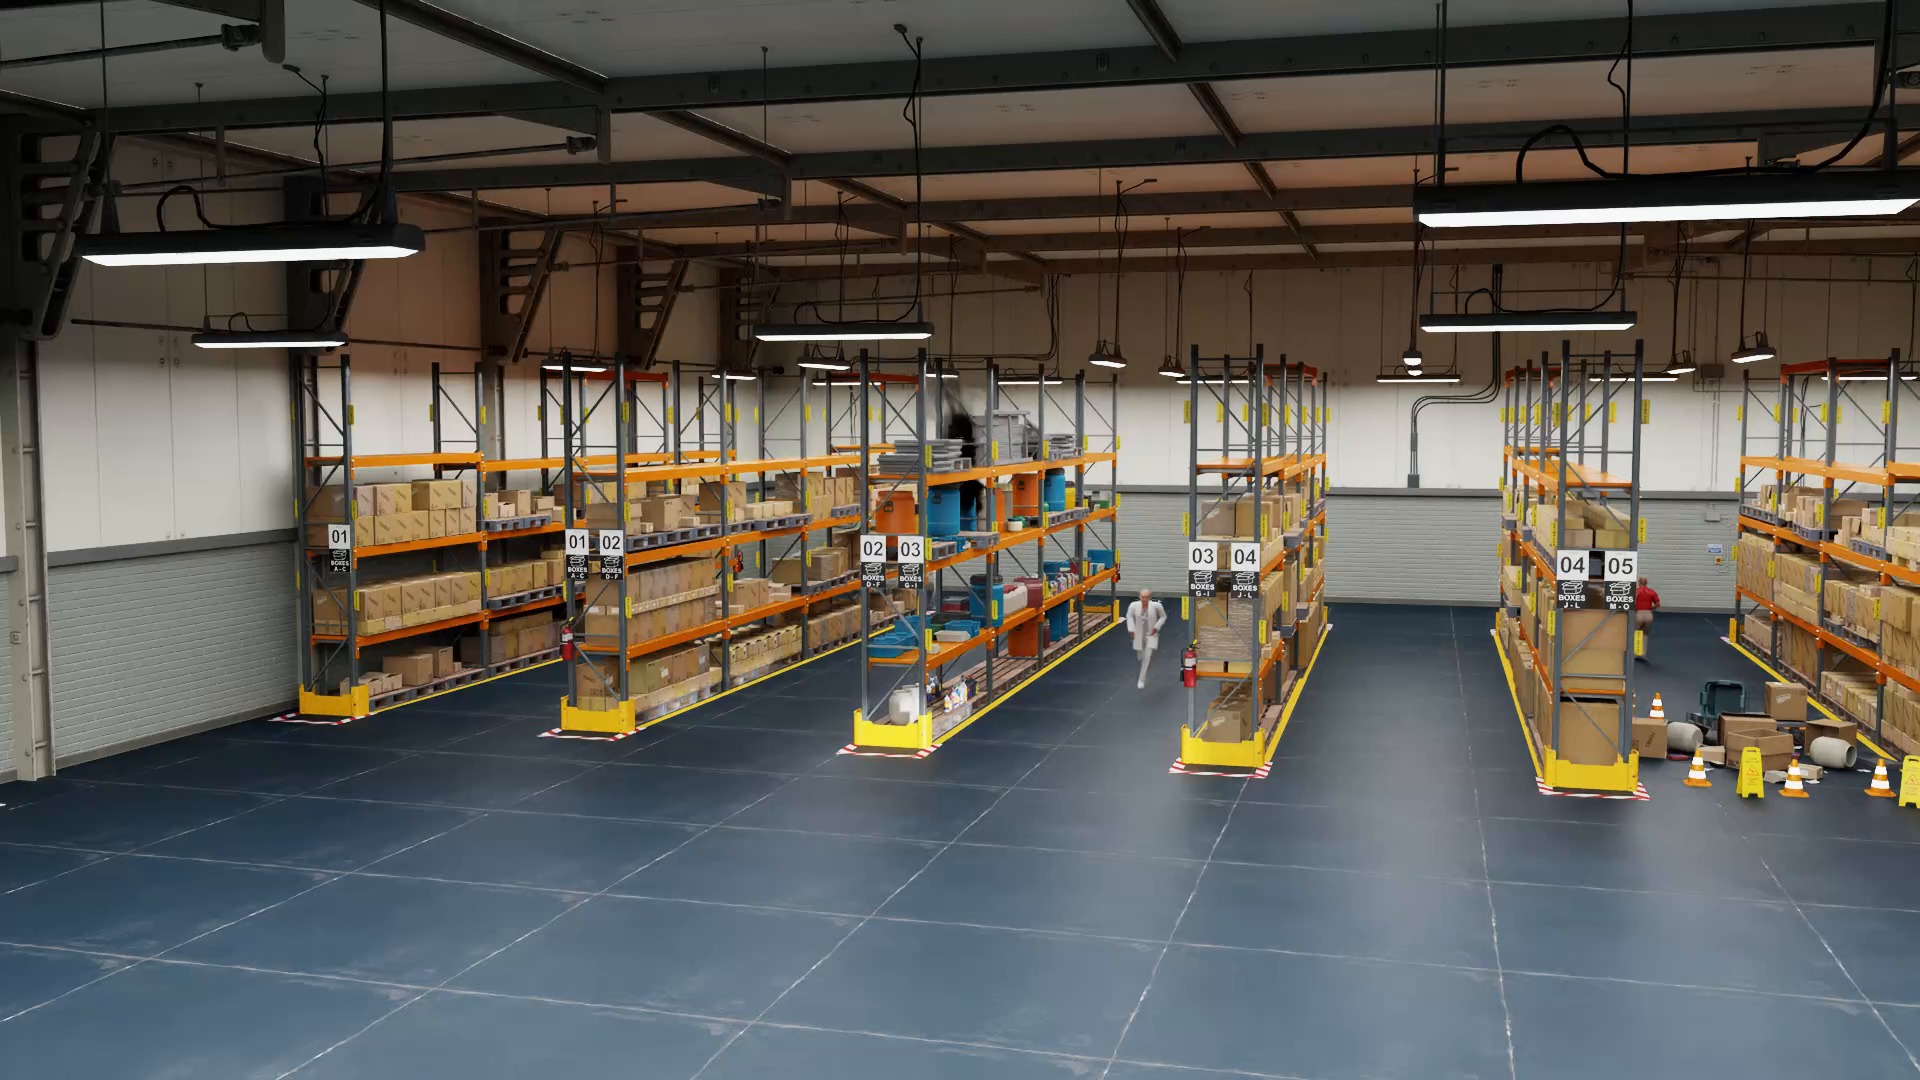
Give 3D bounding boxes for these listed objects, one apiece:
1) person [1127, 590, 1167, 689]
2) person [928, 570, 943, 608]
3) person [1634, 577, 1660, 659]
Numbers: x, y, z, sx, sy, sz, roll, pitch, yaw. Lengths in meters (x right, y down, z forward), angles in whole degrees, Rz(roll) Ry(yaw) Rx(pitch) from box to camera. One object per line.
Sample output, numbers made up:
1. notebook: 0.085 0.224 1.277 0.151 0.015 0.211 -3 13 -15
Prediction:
1. person: 3.273 1.806 29.173 0.706 1.519 0.861 1 4 10
2. person: -0.660 0.955 42.633 0.696 1.806 0.666 4 6 40
3. person: 14.006 1.597 34.162 0.664 1.689 0.594 0 4 4
